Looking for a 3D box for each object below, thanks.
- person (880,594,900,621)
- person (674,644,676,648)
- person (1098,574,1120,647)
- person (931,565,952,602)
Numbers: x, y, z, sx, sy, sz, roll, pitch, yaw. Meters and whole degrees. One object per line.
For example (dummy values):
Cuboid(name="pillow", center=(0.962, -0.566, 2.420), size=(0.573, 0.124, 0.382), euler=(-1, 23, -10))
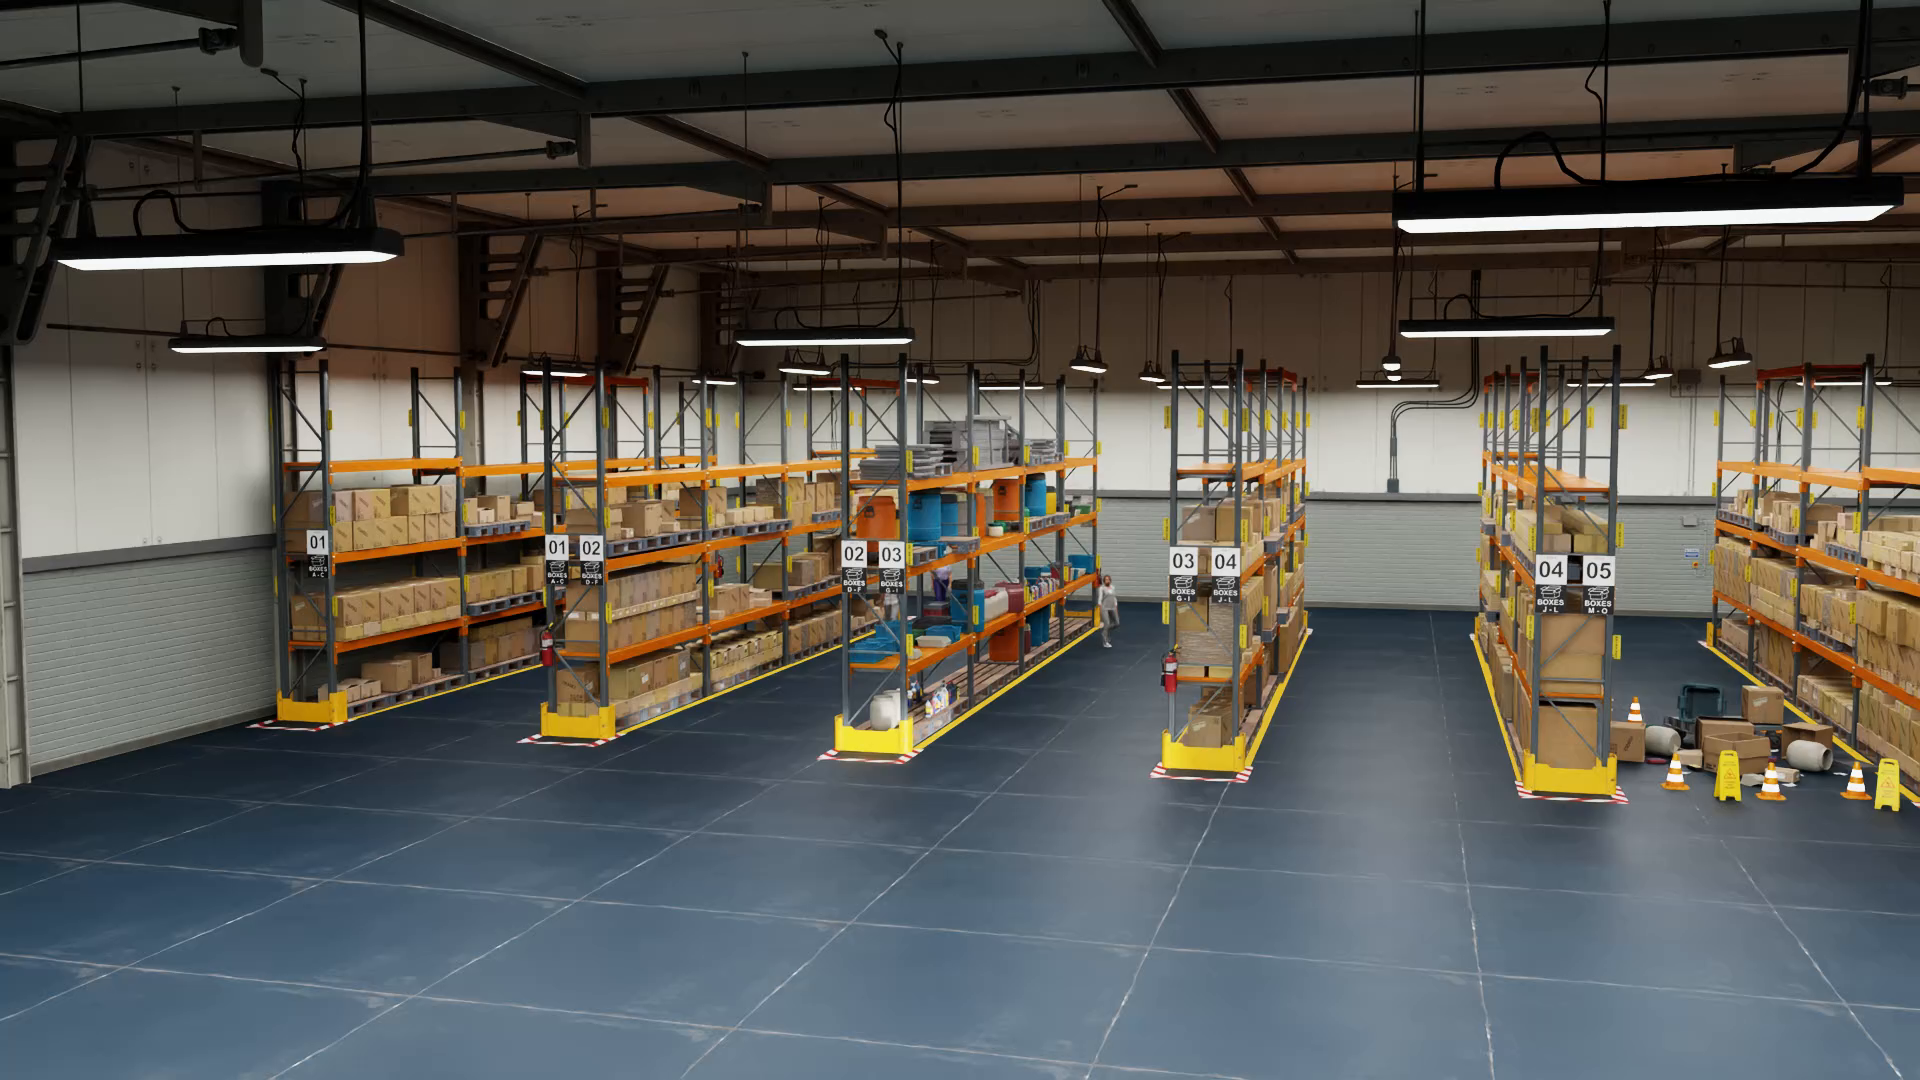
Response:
Cuboid(name="person", center=(-1.548, 1.450, 37.811), size=(0.451, 1.623, 1.045), euler=(1, 4, 14))
Cuboid(name="person", center=(-6.196, 1.631, 35.795), size=(0.448, 1.599, 0.438), euler=(4, 6, 44))
Cuboid(name="person", center=(3.271, 1.556, 36.655), size=(0.440, 1.592, 0.446), euler=(-2, 5, -29))
Cuboid(name="person", center=(-0.463, 1.141, 42.501), size=(0.505, 1.593, 0.996), euler=(-1, 4, -17))
